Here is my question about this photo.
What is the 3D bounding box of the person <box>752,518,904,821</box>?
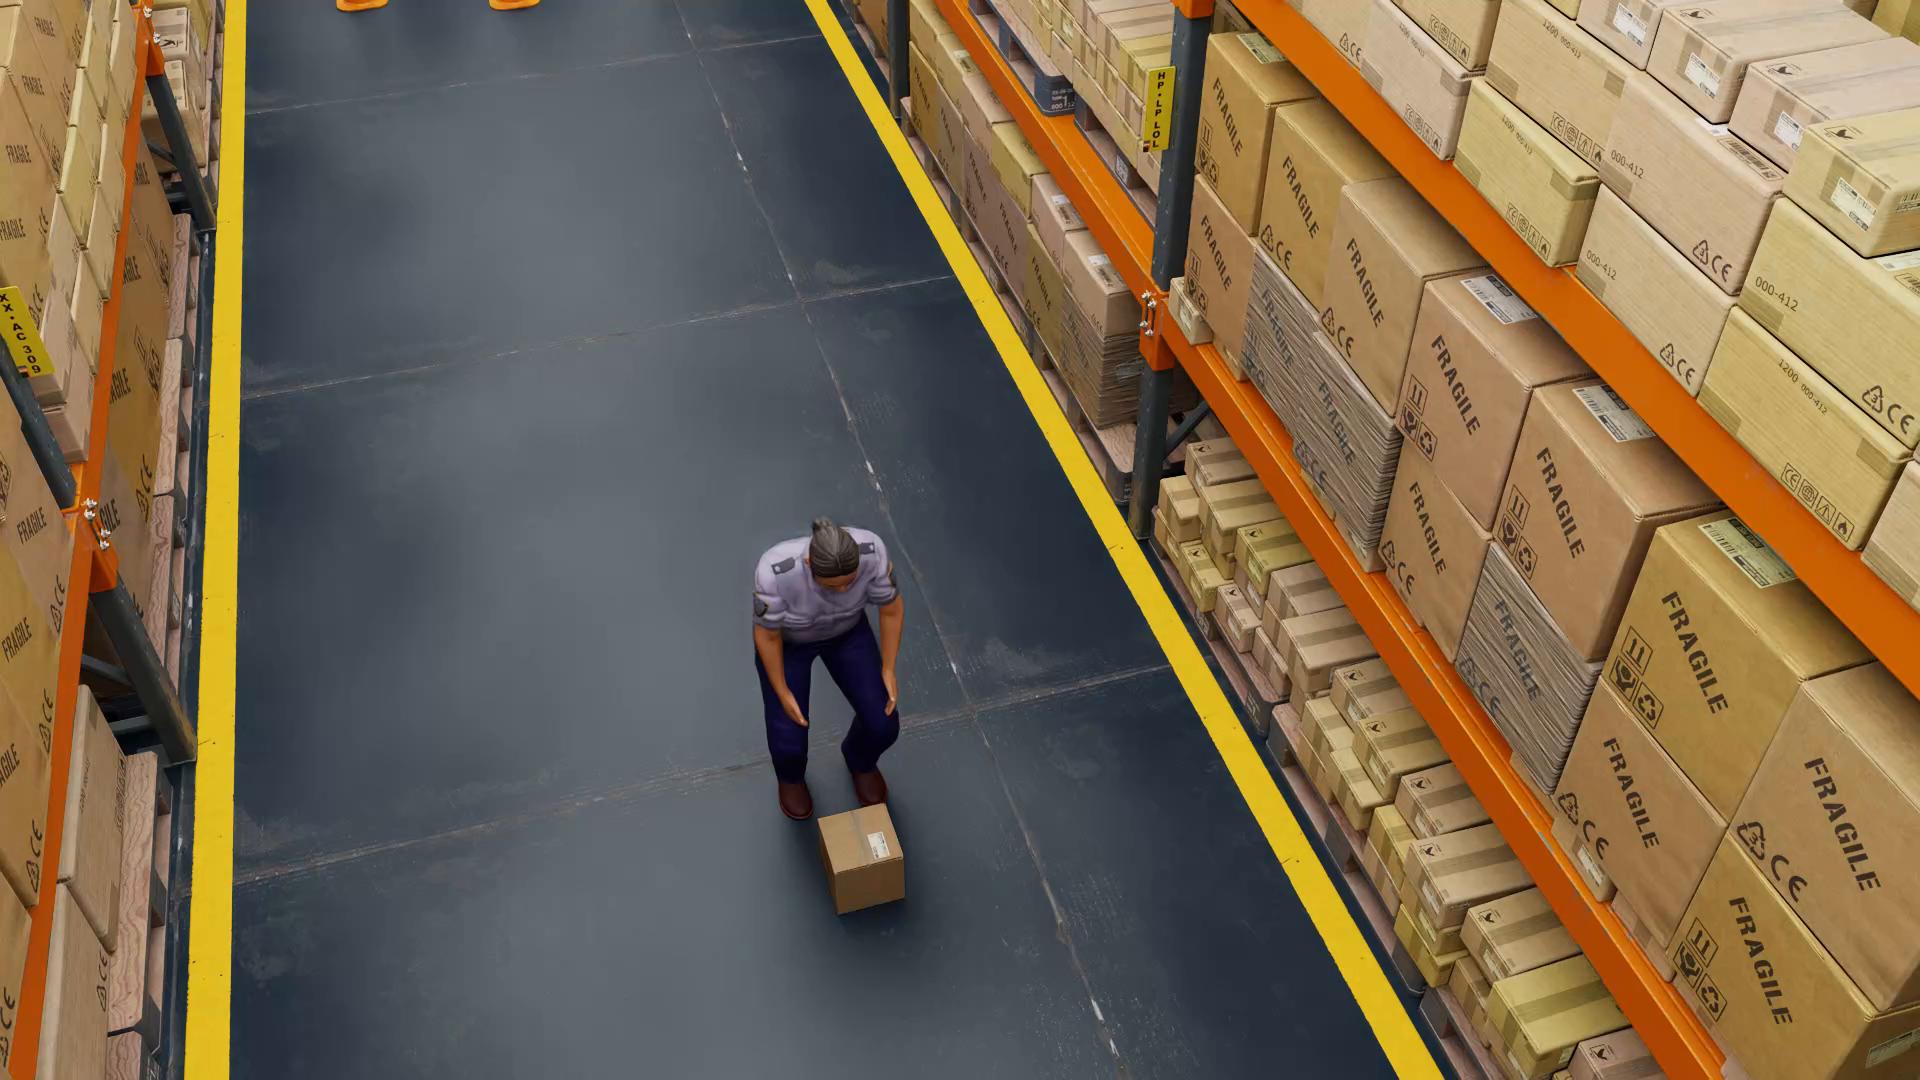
[{"bbox_3d":[-0.464,0.398,5.880,0.528,1.469,0.573,-12,44,-12],"label":"person"}]
